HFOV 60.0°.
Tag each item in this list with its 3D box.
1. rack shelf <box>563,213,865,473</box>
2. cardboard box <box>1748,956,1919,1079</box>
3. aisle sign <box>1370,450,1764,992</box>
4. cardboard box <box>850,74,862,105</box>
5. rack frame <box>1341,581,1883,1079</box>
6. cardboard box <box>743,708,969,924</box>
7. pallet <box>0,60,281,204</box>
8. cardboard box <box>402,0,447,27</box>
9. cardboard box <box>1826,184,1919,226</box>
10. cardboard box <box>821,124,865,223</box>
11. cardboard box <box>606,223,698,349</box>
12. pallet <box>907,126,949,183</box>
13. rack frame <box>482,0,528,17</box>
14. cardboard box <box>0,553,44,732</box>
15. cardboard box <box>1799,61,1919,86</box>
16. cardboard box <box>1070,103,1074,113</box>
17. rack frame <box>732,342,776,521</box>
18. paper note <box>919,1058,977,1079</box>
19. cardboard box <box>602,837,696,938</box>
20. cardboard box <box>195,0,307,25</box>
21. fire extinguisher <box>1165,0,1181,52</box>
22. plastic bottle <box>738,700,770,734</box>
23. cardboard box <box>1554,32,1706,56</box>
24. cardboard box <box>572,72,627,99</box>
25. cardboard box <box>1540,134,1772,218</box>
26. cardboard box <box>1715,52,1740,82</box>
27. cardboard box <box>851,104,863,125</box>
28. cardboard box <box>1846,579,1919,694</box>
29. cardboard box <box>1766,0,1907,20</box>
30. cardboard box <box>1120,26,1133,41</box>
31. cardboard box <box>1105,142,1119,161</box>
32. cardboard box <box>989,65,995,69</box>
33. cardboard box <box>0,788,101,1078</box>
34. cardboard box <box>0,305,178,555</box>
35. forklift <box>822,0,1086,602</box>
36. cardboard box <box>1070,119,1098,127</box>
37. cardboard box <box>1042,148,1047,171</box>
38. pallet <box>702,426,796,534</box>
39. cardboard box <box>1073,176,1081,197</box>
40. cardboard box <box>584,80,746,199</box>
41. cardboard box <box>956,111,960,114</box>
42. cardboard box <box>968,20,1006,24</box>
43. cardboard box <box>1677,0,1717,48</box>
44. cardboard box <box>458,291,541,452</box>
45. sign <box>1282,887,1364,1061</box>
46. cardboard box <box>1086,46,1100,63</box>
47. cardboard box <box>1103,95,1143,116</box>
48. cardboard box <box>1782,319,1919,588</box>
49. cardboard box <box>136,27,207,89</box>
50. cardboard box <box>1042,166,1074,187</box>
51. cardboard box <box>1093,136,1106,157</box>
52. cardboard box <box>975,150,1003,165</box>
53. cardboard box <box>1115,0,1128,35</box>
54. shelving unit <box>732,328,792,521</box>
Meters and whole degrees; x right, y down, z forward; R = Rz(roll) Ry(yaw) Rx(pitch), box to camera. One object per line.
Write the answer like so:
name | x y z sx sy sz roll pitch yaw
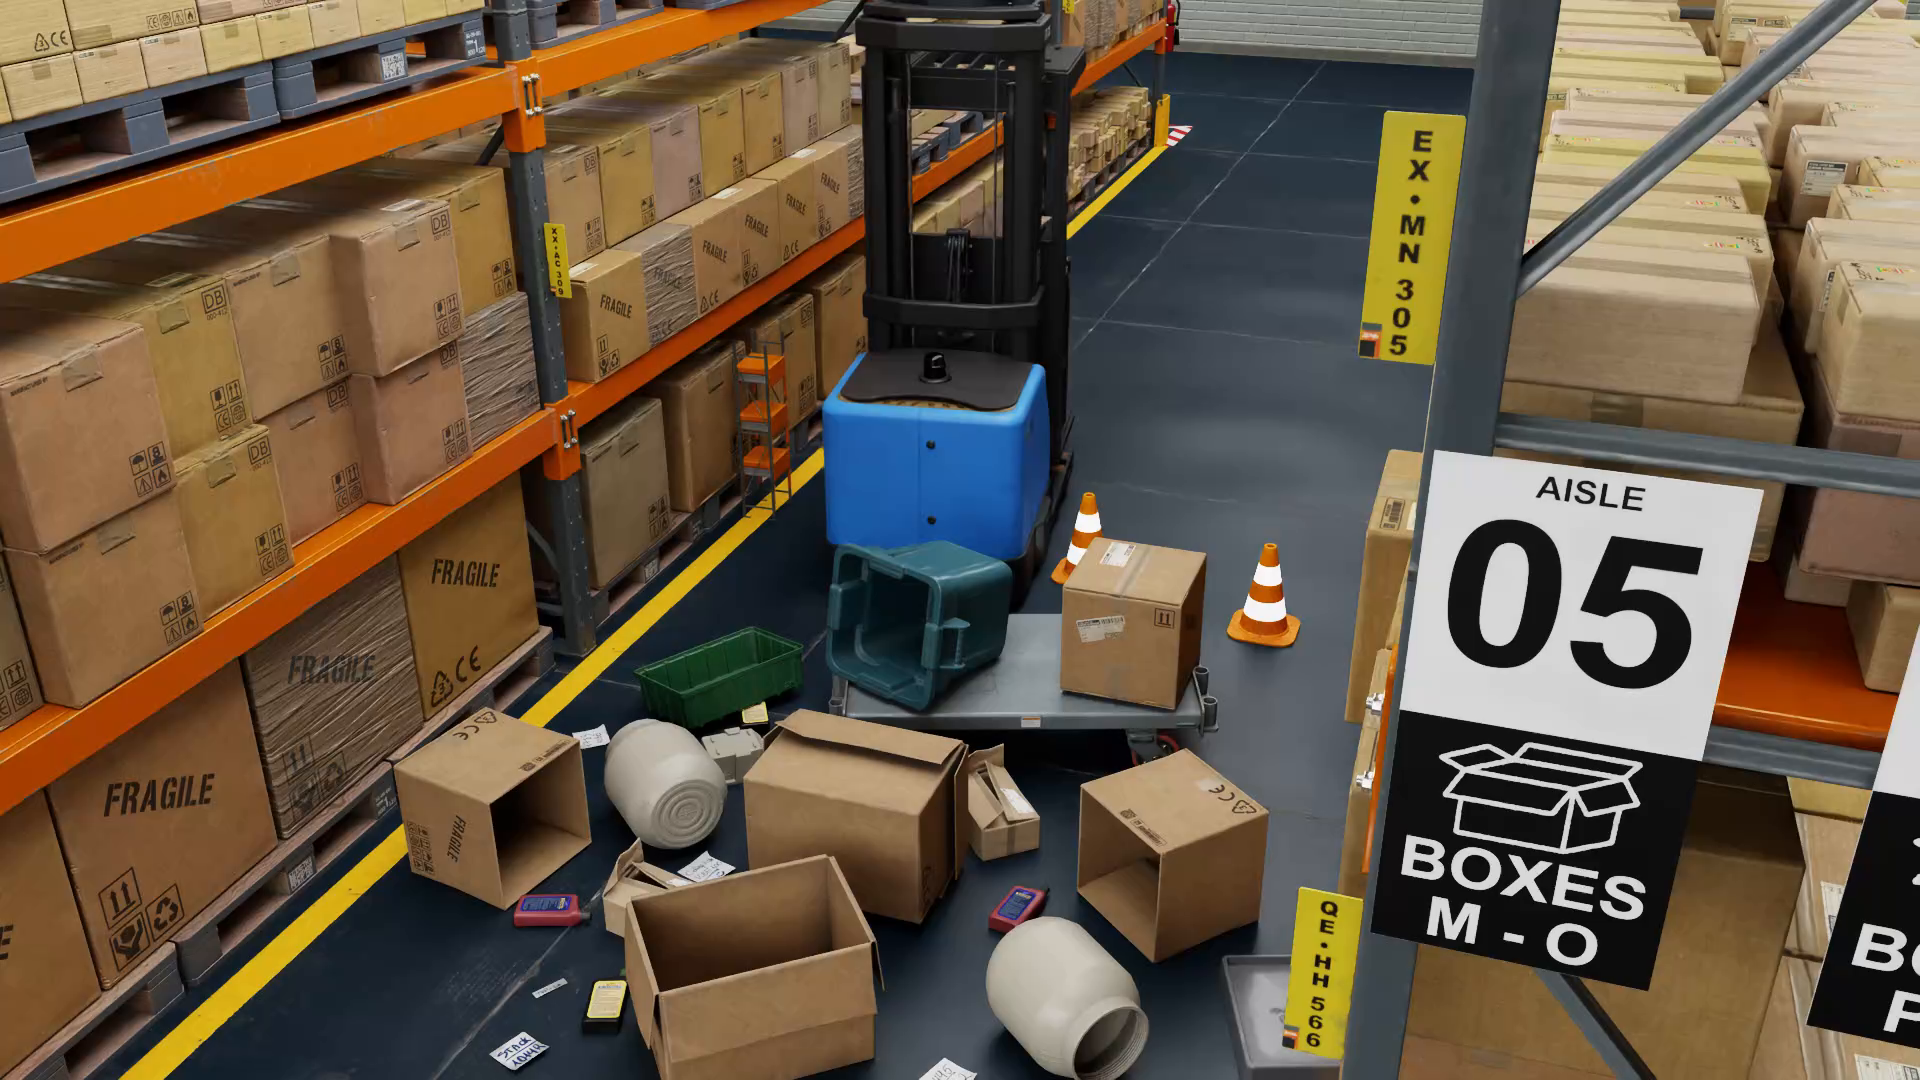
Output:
rack shelf | -1.607 -1.366 9.456 1.077 0.370 4.000 9 27 17
cardboard box | 1.517 1.118 3.042 0.500 0.500 0.500 8 27 17
aisle sign | 0.804 0.265 2.277 0.394 0.787 0.004 9 27 17
cardboard box | -0.604 -3.019 11.168 0.380 0.149 0.250 9 27 18
rack frame | 1.098 1.452 2.810 1.000 3.000 0.127 9 27 17
cardboard box | -0.402 1.040 6.369 0.797 0.637 0.503 9 27 17
pallet | -2.962 -1.344 5.244 1.003 0.211 1.213 9 27 17
cardboard box | -2.176 -2.040 6.270 0.380 0.149 0.250 9 27 18
cardboard box | 1.619 -0.460 2.690 0.380 0.149 0.250 9 27 17
cardboard box | -0.838 -2.333 10.512 0.500 0.500 0.500 9 27 17
cardboard box | -1.677 -1.298 8.374 0.500 0.500 0.500 9 27 18
pallet | -0.805 -2.734 11.675 1.213 0.211 1.003 9 27 17
rack frame | -2.273 -3.568 6.294 1.000 3.000 0.127 9 27 17
cardboard box | -3.361 0.320 4.976 0.875 0.550 0.550 9 27 17
cardboard box | 2.103 -0.975 3.753 0.380 0.149 0.250 9 27 18
cardboard box | 0.937 -4.365 16.930 0.380 0.149 0.250 10 28 19
rack frame | -1.144 -0.593 9.269 0.200 1.050 0.008 7 27 15
paper note | -0.041 1.789 5.534 0.148 0.019 0.142 20 32 35
cardboard box | -1.108 1.336 6.187 0.396 0.266 0.258 14 29 26
cardboard box | -2.531 -1.866 5.455 0.500 0.250 0.500 9 27 17
fire extinguisher | 2.240 -5.634 17.960 0.296 0.674 0.183 9 27 17
plastic bottle | -0.941 0.787 7.555 0.133 0.061 0.283 -5 26 -9
cardboard box | 1.634 -1.163 4.140 0.380 0.149 0.250 8 27 17
cardboard box | -3.959 -4.409 16.870 0.875 0.875 0.875 9 27 17
cardboard box | 1.255 -0.631 3.042 0.380 0.149 0.250 9 27 18
cardboard box | 2.369 -1.180 4.634 0.500 0.250 0.500 8 27 17
cardboard box | -0.592 -2.891 11.245 0.380 0.149 0.250 10 28 20
cardboard box | 1.514 0.126 2.395 0.380 0.149 0.250 9 27 17
cardboard box | 2.515 -1.508 4.854 0.380 0.149 0.250 8 27 16
cardboard box | 1.513 -5.097 16.624 0.380 0.149 0.250 8 27 15
cardboard box | 1.377 -3.916 16.685 0.380 0.149 0.250 9 27 18
cardboard box | 0.097 -3.744 13.005 0.380 0.149 0.250 7 27 15
cardboard box | -3.440 1.254 5.173 0.875 0.875 0.875 9 27 18
cardboard box | -3.033 -0.375 5.171 0.875 0.550 0.550 9 27 17
forklift | 0.076 -1.619 9.230 1.130 2.935 3.031 5 26 9
cardboard box | 1.125 -3.984 16.143 0.380 0.149 0.250 8 27 15
cardboard box | 0.699 -3.441 15.022 0.380 0.149 0.250 10 28 20
pallet | -1.683 -0.444 9.925 1.003 0.211 1.213 9 27 17
cardboard box | 0.902 -3.274 15.360 0.380 0.149 0.250 10 27 19
cardboard box | -1.606 -2.195 9.079 0.700 0.500 0.500 8 27 17
cardboard box | -0.163 -3.288 12.405 0.380 0.149 0.250 9 27 18
cardboard box | 0.264 -4.090 13.379 0.380 0.149 0.250 8 27 16
cardboard box | 2.487 -1.925 6.031 0.500 0.250 0.500 8 27 16
cardboard box | -2.384 -0.783 7.252 0.875 0.550 0.550 9 27 17
sign | 0.581 0.700 2.672 0.100 0.325 0.005 9 27 17
cardboard box | 1.089 -4.551 15.496 0.380 0.149 0.250 9 27 18
cardboard box | 1.679 -4.499 17.207 0.380 0.149 0.250 8 27 16
cardboard box | 1.516 -0.133 2.471 0.500 0.250 0.500 8 27 17
cardboard box | -2.599 -1.516 5.189 0.380 0.149 0.250 9 27 17
cardboard box | 0.812 -3.298 15.068 0.380 0.149 0.250 10 28 20
cardboard box | 1.209 -3.835 16.177 0.380 0.149 0.250 9 27 17
cardboard box | 0.196 -3.005 13.541 0.500 0.250 0.500 10 28 20
cardboard box | 1.302 -5.133 15.952 0.500 0.500 0.500 10 28 20
shelving unit | -1.109 -0.644 9.374 0.215 1.050 0.252 7 27 15
